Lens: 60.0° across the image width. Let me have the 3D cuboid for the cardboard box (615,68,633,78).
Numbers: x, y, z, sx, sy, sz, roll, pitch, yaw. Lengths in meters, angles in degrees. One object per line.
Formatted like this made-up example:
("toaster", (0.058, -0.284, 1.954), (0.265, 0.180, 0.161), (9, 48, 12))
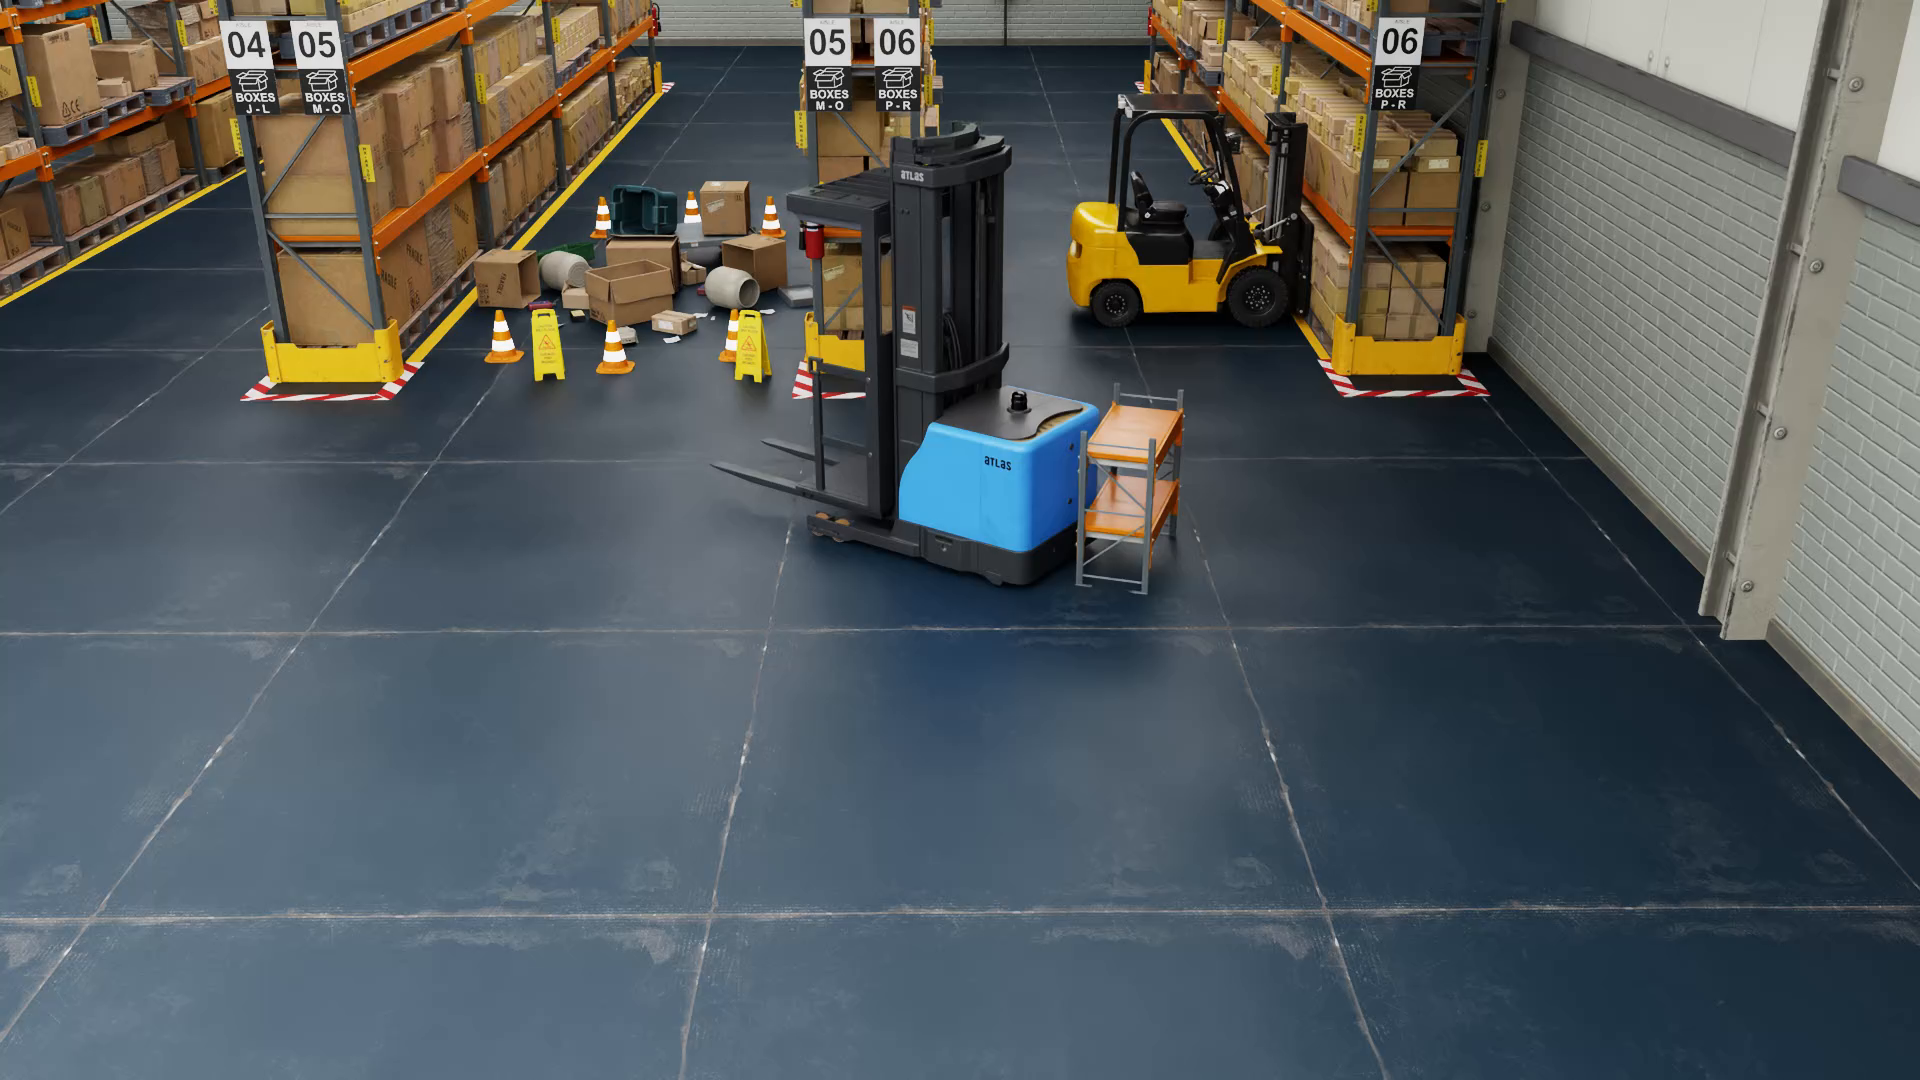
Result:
("cardboard box", (-5.753, -7.904, 28.198), (0.380, 0.149, 0.250), (-1, 24, -2))

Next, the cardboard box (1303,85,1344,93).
("cardboard box", (3.877, -4.769, 17.768), (0.380, 0.149, 0.250), (-1, 24, -2))

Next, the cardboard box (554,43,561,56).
("cardboard box", (-5.700, -6.722, 22.790), (0.380, 0.149, 0.250), (1, 24, 2))

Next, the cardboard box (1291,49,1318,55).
("cardboard box", (4.357, -6.178, 21.245), (0.380, 0.149, 0.250), (-1, 24, -2))

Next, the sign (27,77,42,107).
("sign", (-10.265, -4.969, 18.429), (0.100, 0.325, 0.005), (0, 24, -1))

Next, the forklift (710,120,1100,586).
("forklift", (-0.512, -1.482, 11.852), (3.031, 2.935, 1.130), (16, 29, 31))

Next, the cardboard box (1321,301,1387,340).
("cardboard box", (3.788, -2.120, 16.007), (0.500, 0.250, 0.500), (0, 24, 0))

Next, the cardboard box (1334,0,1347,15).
("cardboard box", (3.949, -5.242, 15.691), (0.700, 0.500, 0.500), (0, 24, 0))

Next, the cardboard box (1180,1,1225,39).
("cardboard box", (3.760, -7.970, 25.485), (0.700, 0.500, 0.500), (0, 24, 1))

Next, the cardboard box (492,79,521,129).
("cardboard box", (-5.592, -5.227, 19.929), (0.500, 0.500, 0.500), (0, 24, -1))

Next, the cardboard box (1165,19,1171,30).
("cardboard box", (3.651, -8.691, 28.015), (0.380, 0.149, 0.250), (0, 24, 1))

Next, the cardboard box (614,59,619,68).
("cardboard box", (-6.188, -8.327, 29.133), (0.380, 0.149, 0.250), (0, 24, 0))

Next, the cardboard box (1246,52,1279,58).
("cardboard box", (3.812, -6.067, 20.999), (0.380, 0.149, 0.250), (0, 24, 0))

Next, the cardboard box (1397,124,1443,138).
("cardboard box", (4.333, -3.822, 15.673), (0.380, 0.149, 0.250), (0, 24, 0))

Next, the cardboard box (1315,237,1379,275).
("cardboard box", (3.781, -2.782, 16.257), (0.500, 0.250, 0.500), (0, 24, 0))

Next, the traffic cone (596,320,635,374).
("traffic cone", (-3.255, -1.835, 15.630), (0.336, 0.463, 0.334), (0, 24, -1))

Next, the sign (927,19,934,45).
("sign", (-0.399, -6.759, 22.129), (0.100, 0.325, 0.005), (0, 24, -1))

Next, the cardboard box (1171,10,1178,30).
("cardboard box", (3.708, -8.416, 26.922), (0.500, 0.250, 0.500), (0, 24, 0))

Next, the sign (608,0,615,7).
("sign", (-5.379, -8.377, 25.611), (0.100, 0.325, 0.005), (0, 24, -1))

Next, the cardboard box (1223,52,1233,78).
("cardboard box", (3.757, -6.261, 21.911), (0.500, 0.250, 0.500), (0, 24, -1))

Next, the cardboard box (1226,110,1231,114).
("cardboard box", (3.729, -5.948, 23.381), (0.380, 0.149, 0.250), (-1, 24, -3))

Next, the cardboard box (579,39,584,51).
("cardboard box", (-5.714, -7.223, 24.259), (0.380, 0.149, 0.250), (1, 24, 2))

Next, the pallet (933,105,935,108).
("pallet", (-0.915, -6.953, 27.250), (1.003, 0.211, 1.213), (0, 24, -1))

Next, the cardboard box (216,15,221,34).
("cardboard box", (-10.861, -7.566, 23.883), (0.797, 0.503, 0.637), (1, 24, 1))

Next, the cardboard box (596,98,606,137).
("cardboard box", (-5.669, -6.383, 25.130), (0.500, 0.500, 0.500), (-1, 24, -2))

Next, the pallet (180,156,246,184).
("pallet", (-10.784, -5.272, 23.533), (1.003, 0.211, 1.213), (0, 24, -1))

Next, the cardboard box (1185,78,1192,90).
("cardboard box", (3.716, -7.133, 26.000), (0.380, 0.149, 0.250), (1, 24, 2))

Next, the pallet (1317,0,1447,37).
("pallet", (4.111, -5.111, 16.261), (1.003, 0.211, 1.213), (0, 24, -1))

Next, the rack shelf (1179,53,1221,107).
("rack shelf", (4.000, -6.782, 24.361), (1.077, 0.370, 4.000), (0, 24, -1))

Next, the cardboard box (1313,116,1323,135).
("cardboard box", (3.803, -4.208, 16.890), (0.380, 0.149, 0.250), (-1, 24, -2))

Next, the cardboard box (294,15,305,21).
("cardboard box", (-6.151, -4.735, 14.997), (0.380, 0.149, 0.250), (0, 24, 0))

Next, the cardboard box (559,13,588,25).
("cardboard box", (-5.726, -7.704, 24.600), (0.380, 0.149, 0.250), (0, 24, -1))

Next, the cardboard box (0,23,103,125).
("cardboard box", (-10.676, -5.361, 19.110), (1.000, 1.000, 1.000), (0, 24, 0))

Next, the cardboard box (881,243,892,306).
("cardboard box", (-0.587, -2.589, 16.134), (0.500, 0.500, 0.500), (-1, 24, -2))

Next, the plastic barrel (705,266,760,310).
("plastic barrel", (-2.391, -2.635, 17.447), (0.512, 0.421, 0.421), (19, 30, 35))

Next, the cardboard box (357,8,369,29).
("cardboard box", (-5.489, -4.638, 14.782), (0.380, 0.149, 0.250), (0, 24, 0))

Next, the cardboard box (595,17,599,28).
("cardboard box", (-5.732, -7.895, 25.384), (0.380, 0.149, 0.250), (0, 24, 1))

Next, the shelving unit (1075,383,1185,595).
("shelving unit", (1.191, -0.375, 11.597), (0.538, 1.125, 1.048), (7, 25, 16))

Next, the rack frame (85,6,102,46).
("rack frame", (-15.891, -9.491, 29.479), (1.000, 3.000, 0.127), (0, 24, -1))

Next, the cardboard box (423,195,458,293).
("cardboard box", (-5.896, -3.142, 17.508), (0.875, 0.875, 0.875), (0, 24, 0))

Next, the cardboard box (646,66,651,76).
("cardboard box", (-5.686, -8.306, 29.447), (0.380, 0.149, 0.250), (-1, 24, -2))

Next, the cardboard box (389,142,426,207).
("cardboard box", (-5.761, -3.580, 16.227), (0.875, 0.550, 0.550), (0, 24, -1))

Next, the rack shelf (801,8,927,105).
("rack shelf", (-0.876, -4.828, 16.401), (1.077, 0.370, 4.000), (0, 24, -1))

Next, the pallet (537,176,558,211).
("pallet", (-5.957, -4.602, 22.052), (1.003, 0.211, 1.213), (0, 24, -1))

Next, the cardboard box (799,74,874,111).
("cardboard box", (-1.185, -4.229, 16.149), (0.700, 0.500, 0.500), (-1, 24, -1))

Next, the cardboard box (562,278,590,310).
("cardboard box", (-3.986, -2.604, 17.568), (0.396, 0.266, 0.258), (4, 25, 9))

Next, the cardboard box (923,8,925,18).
("cardboard box", (-0.605, -5.239, 16.258), (0.500, 0.250, 0.500), (0, 24, 1))

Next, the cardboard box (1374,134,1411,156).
("cardboard box", (3.895, -3.612, 15.210), (0.380, 0.149, 0.250), (0, 24, 0))

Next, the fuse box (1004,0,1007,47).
("fuse box", (0.989, -11.244, 34.917), (0.539, 1.711, 0.414), (0, 24, -1))

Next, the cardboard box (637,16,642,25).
("cardboard box", (-5.682, -8.936, 28.555), (0.380, 0.149, 0.250), (0, 24, 1))

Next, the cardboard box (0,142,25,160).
("cardboard box", (-10.518, -4.264, 18.226), (0.380, 0.149, 0.250), (0, 24, -1))

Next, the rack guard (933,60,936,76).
("rack guard", (-1.029, -8.429, 30.163), (1.175, 0.500, 0.348), (0, 24, -1))

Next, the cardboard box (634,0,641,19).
("cardboard box", (-5.700, -9.070, 28.065), (0.500, 0.500, 0.500), (0, 24, 0))

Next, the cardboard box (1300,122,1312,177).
("cardboard box", (3.838, -4.075, 17.383), (0.500, 0.500, 0.500), (0, 24, -1))
